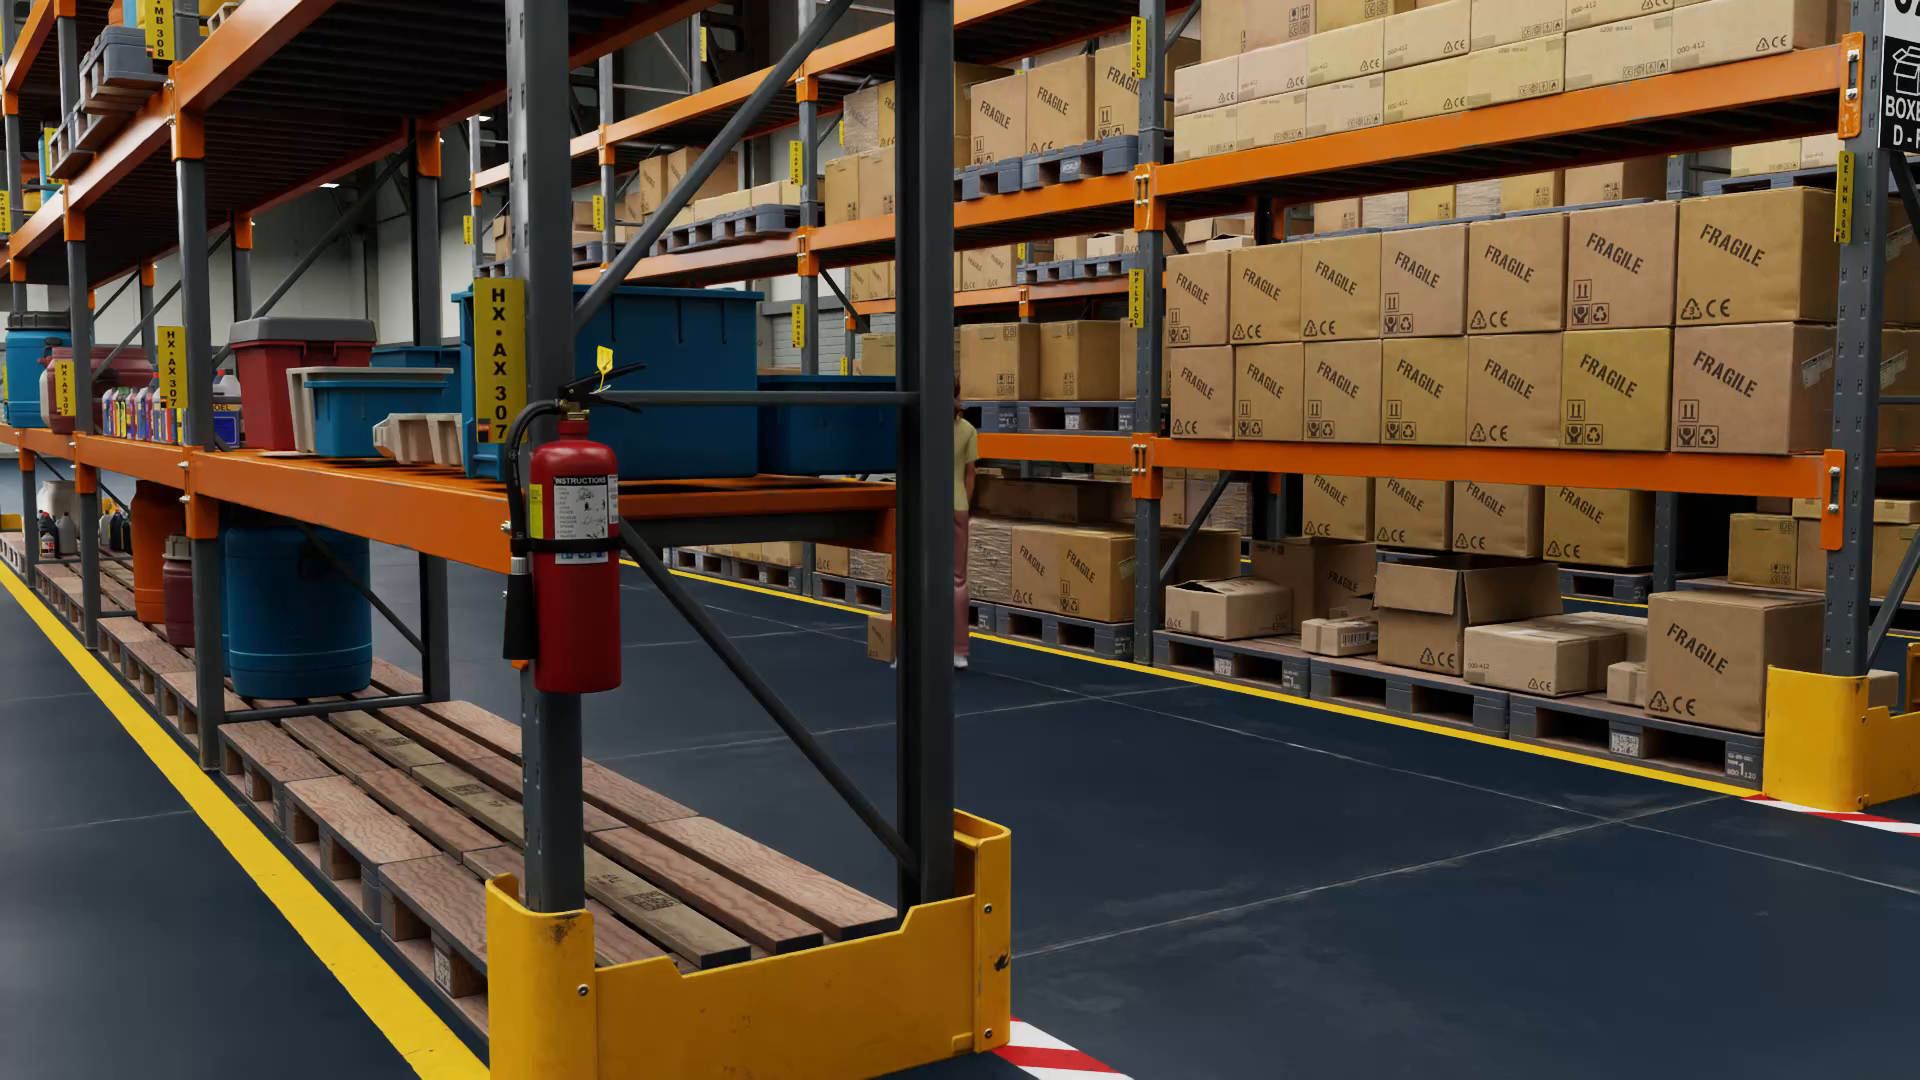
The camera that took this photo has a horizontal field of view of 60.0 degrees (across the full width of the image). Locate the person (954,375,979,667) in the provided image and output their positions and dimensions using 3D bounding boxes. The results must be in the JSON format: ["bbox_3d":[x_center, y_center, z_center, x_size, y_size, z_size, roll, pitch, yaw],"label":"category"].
[{"bbox_3d":[-0.119,-0.111,9.298,0.444,1.679,0.396,-3,6,-32],"label":"person"}]
